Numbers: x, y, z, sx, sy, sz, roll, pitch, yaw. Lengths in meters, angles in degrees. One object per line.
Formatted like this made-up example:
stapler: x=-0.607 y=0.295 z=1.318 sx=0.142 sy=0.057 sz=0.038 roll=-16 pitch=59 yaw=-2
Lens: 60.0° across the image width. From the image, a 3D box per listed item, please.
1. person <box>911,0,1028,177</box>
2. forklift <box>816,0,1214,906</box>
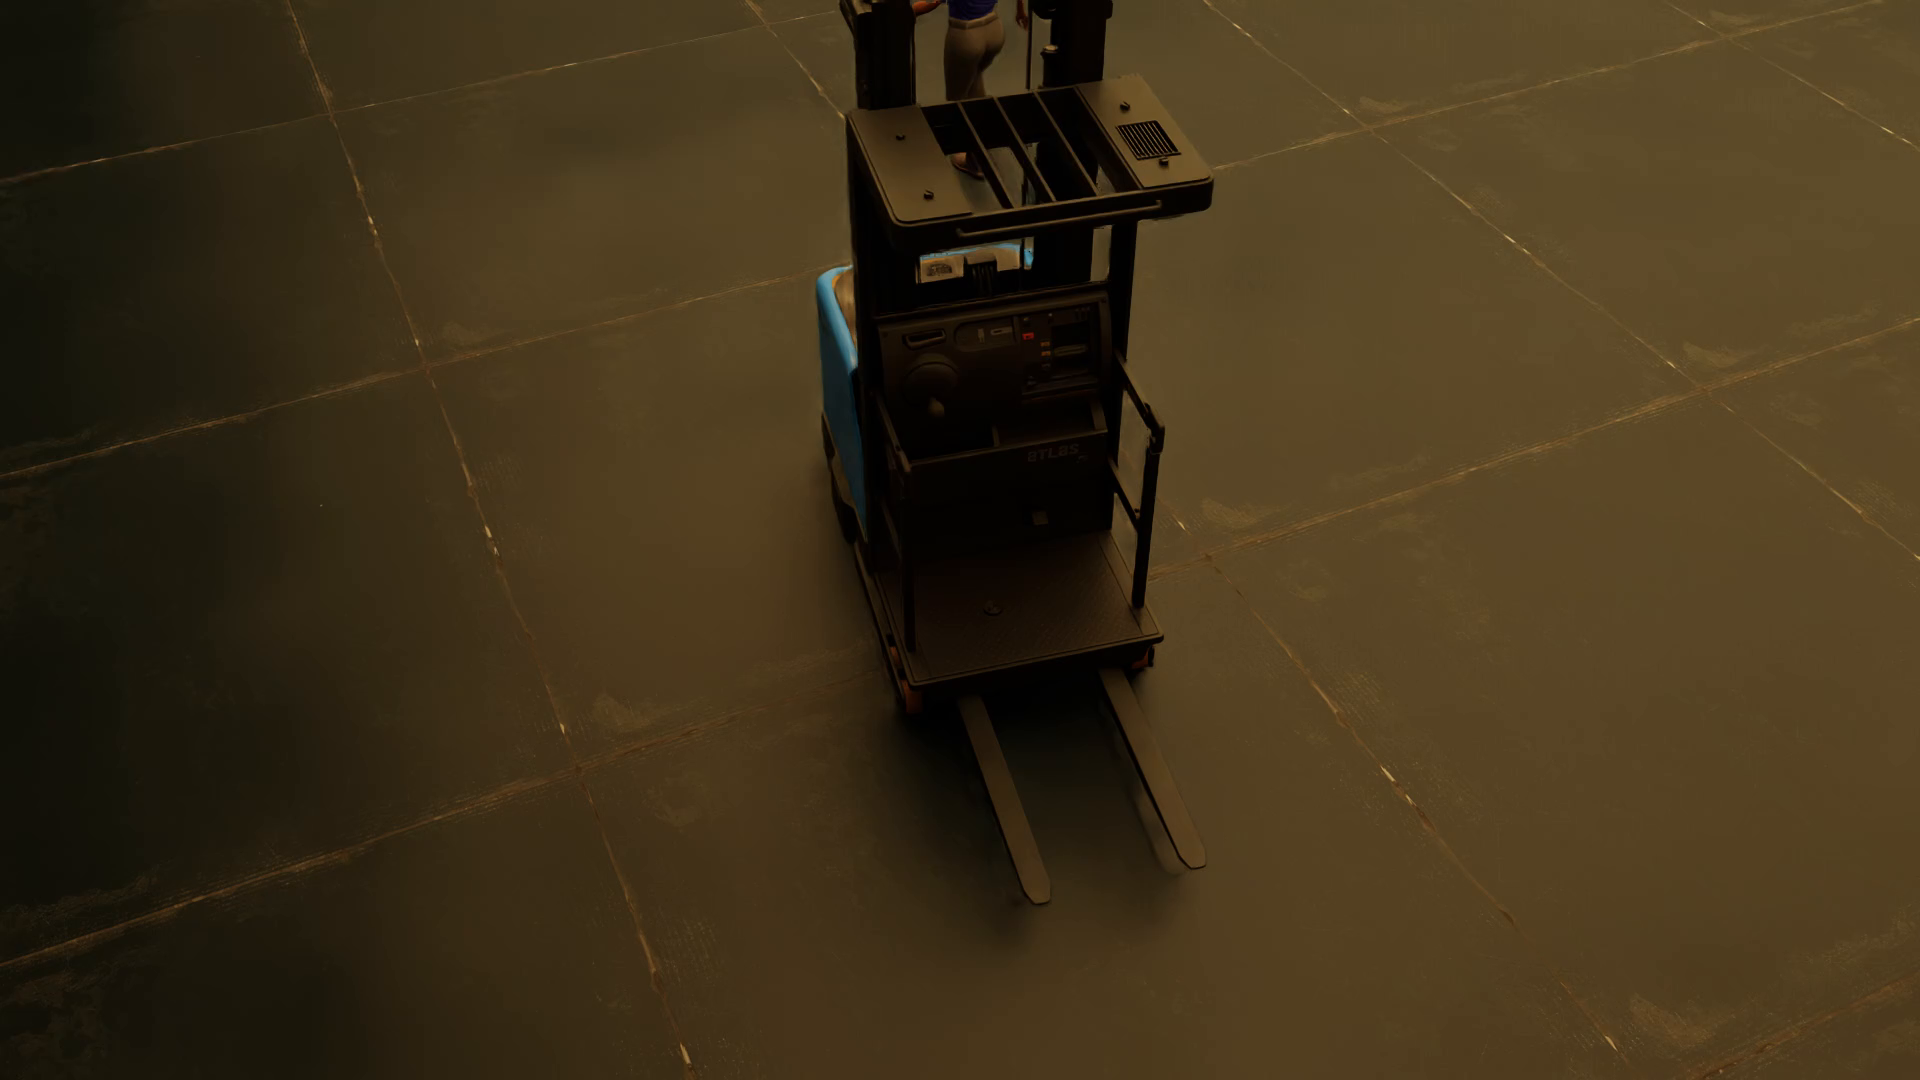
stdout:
person: x=0.037 y=-2.977 z=9.867 sx=0.899 sy=1.687 sz=0.546 roll=-28 pitch=50 yaw=-27
forklift: x=0.202 y=-0.631 z=6.357 sx=1.130 sy=2.935 sz=3.031 roll=-10 pitch=44 yaw=-11
